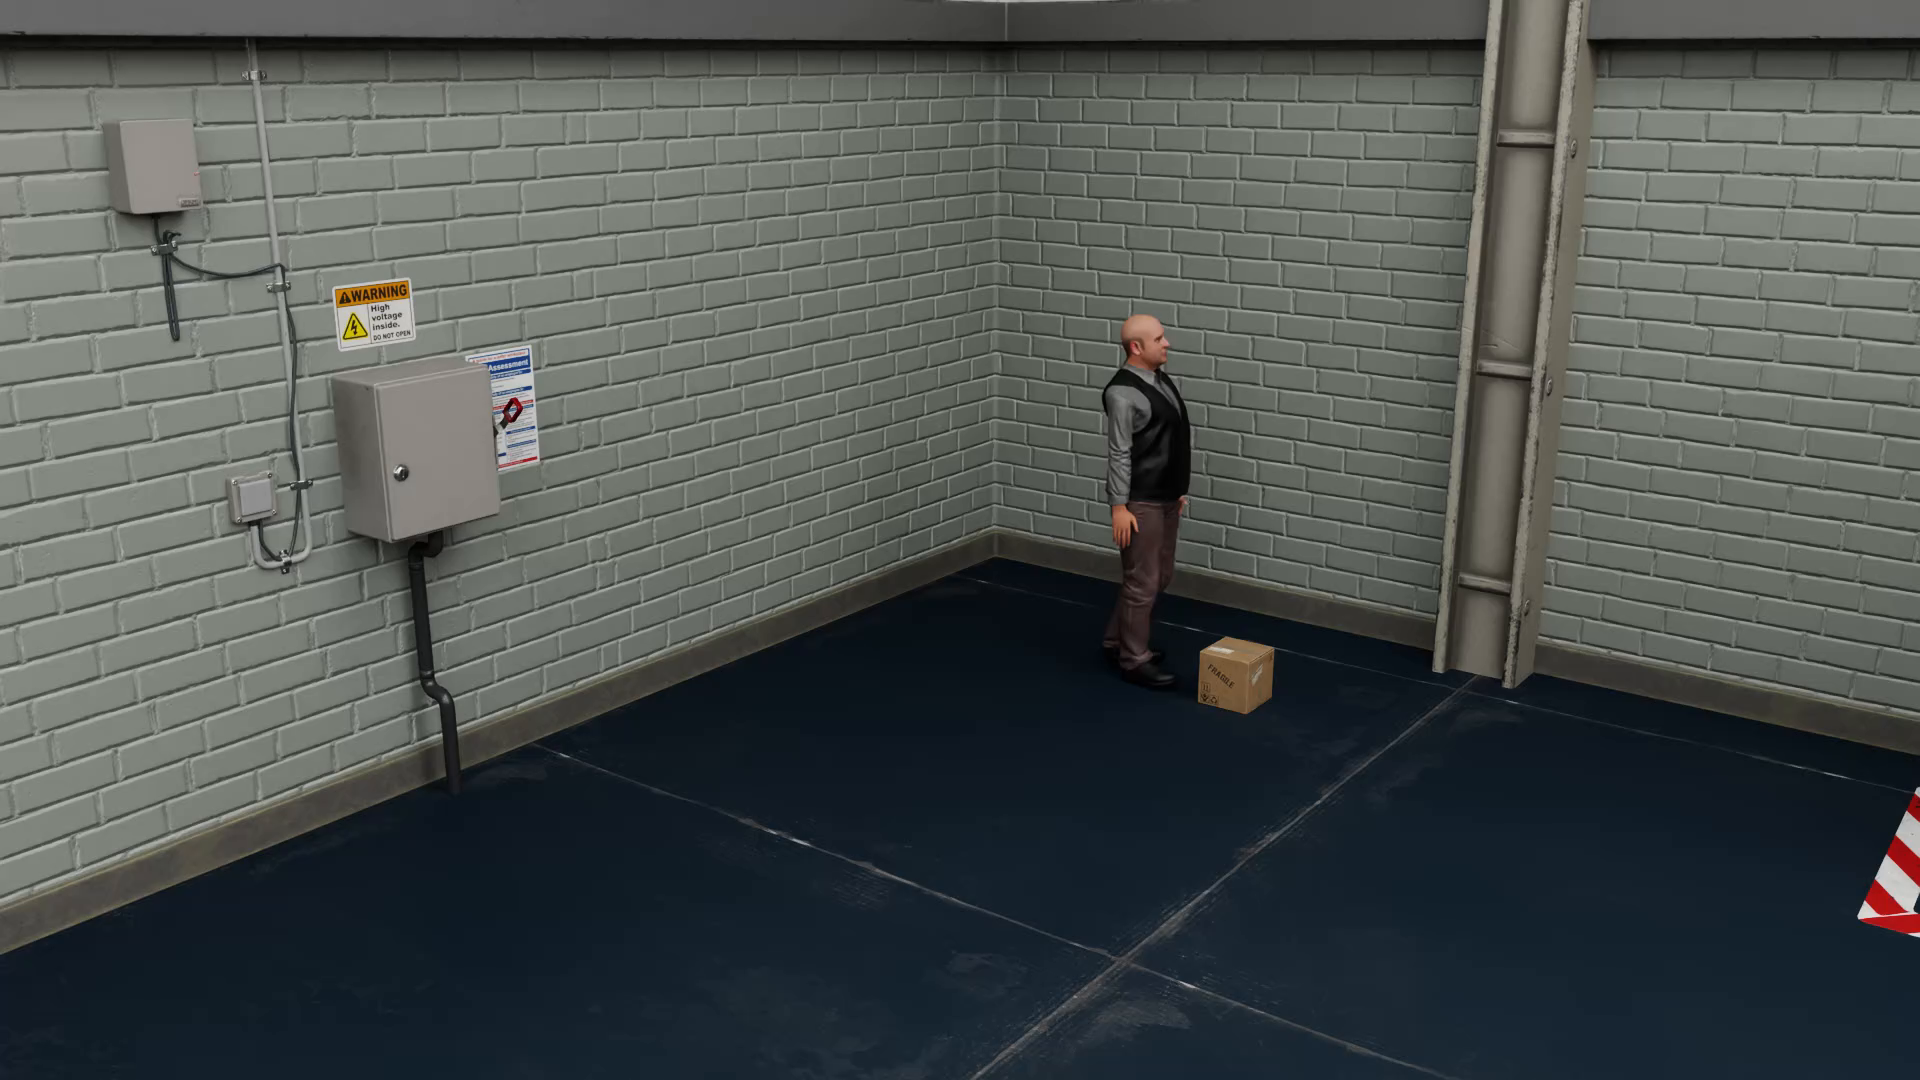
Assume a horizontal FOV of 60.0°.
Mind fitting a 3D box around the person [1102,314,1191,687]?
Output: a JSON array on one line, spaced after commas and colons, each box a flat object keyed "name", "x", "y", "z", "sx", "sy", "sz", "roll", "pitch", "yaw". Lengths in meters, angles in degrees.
[{"name": "person", "x": 0.859, "y": -0.183, "z": 7.671, "sx": 0.448, "sy": 1.722, "sz": 0.561, "roll": 8, "pitch": 18, "yaw": 25}]
